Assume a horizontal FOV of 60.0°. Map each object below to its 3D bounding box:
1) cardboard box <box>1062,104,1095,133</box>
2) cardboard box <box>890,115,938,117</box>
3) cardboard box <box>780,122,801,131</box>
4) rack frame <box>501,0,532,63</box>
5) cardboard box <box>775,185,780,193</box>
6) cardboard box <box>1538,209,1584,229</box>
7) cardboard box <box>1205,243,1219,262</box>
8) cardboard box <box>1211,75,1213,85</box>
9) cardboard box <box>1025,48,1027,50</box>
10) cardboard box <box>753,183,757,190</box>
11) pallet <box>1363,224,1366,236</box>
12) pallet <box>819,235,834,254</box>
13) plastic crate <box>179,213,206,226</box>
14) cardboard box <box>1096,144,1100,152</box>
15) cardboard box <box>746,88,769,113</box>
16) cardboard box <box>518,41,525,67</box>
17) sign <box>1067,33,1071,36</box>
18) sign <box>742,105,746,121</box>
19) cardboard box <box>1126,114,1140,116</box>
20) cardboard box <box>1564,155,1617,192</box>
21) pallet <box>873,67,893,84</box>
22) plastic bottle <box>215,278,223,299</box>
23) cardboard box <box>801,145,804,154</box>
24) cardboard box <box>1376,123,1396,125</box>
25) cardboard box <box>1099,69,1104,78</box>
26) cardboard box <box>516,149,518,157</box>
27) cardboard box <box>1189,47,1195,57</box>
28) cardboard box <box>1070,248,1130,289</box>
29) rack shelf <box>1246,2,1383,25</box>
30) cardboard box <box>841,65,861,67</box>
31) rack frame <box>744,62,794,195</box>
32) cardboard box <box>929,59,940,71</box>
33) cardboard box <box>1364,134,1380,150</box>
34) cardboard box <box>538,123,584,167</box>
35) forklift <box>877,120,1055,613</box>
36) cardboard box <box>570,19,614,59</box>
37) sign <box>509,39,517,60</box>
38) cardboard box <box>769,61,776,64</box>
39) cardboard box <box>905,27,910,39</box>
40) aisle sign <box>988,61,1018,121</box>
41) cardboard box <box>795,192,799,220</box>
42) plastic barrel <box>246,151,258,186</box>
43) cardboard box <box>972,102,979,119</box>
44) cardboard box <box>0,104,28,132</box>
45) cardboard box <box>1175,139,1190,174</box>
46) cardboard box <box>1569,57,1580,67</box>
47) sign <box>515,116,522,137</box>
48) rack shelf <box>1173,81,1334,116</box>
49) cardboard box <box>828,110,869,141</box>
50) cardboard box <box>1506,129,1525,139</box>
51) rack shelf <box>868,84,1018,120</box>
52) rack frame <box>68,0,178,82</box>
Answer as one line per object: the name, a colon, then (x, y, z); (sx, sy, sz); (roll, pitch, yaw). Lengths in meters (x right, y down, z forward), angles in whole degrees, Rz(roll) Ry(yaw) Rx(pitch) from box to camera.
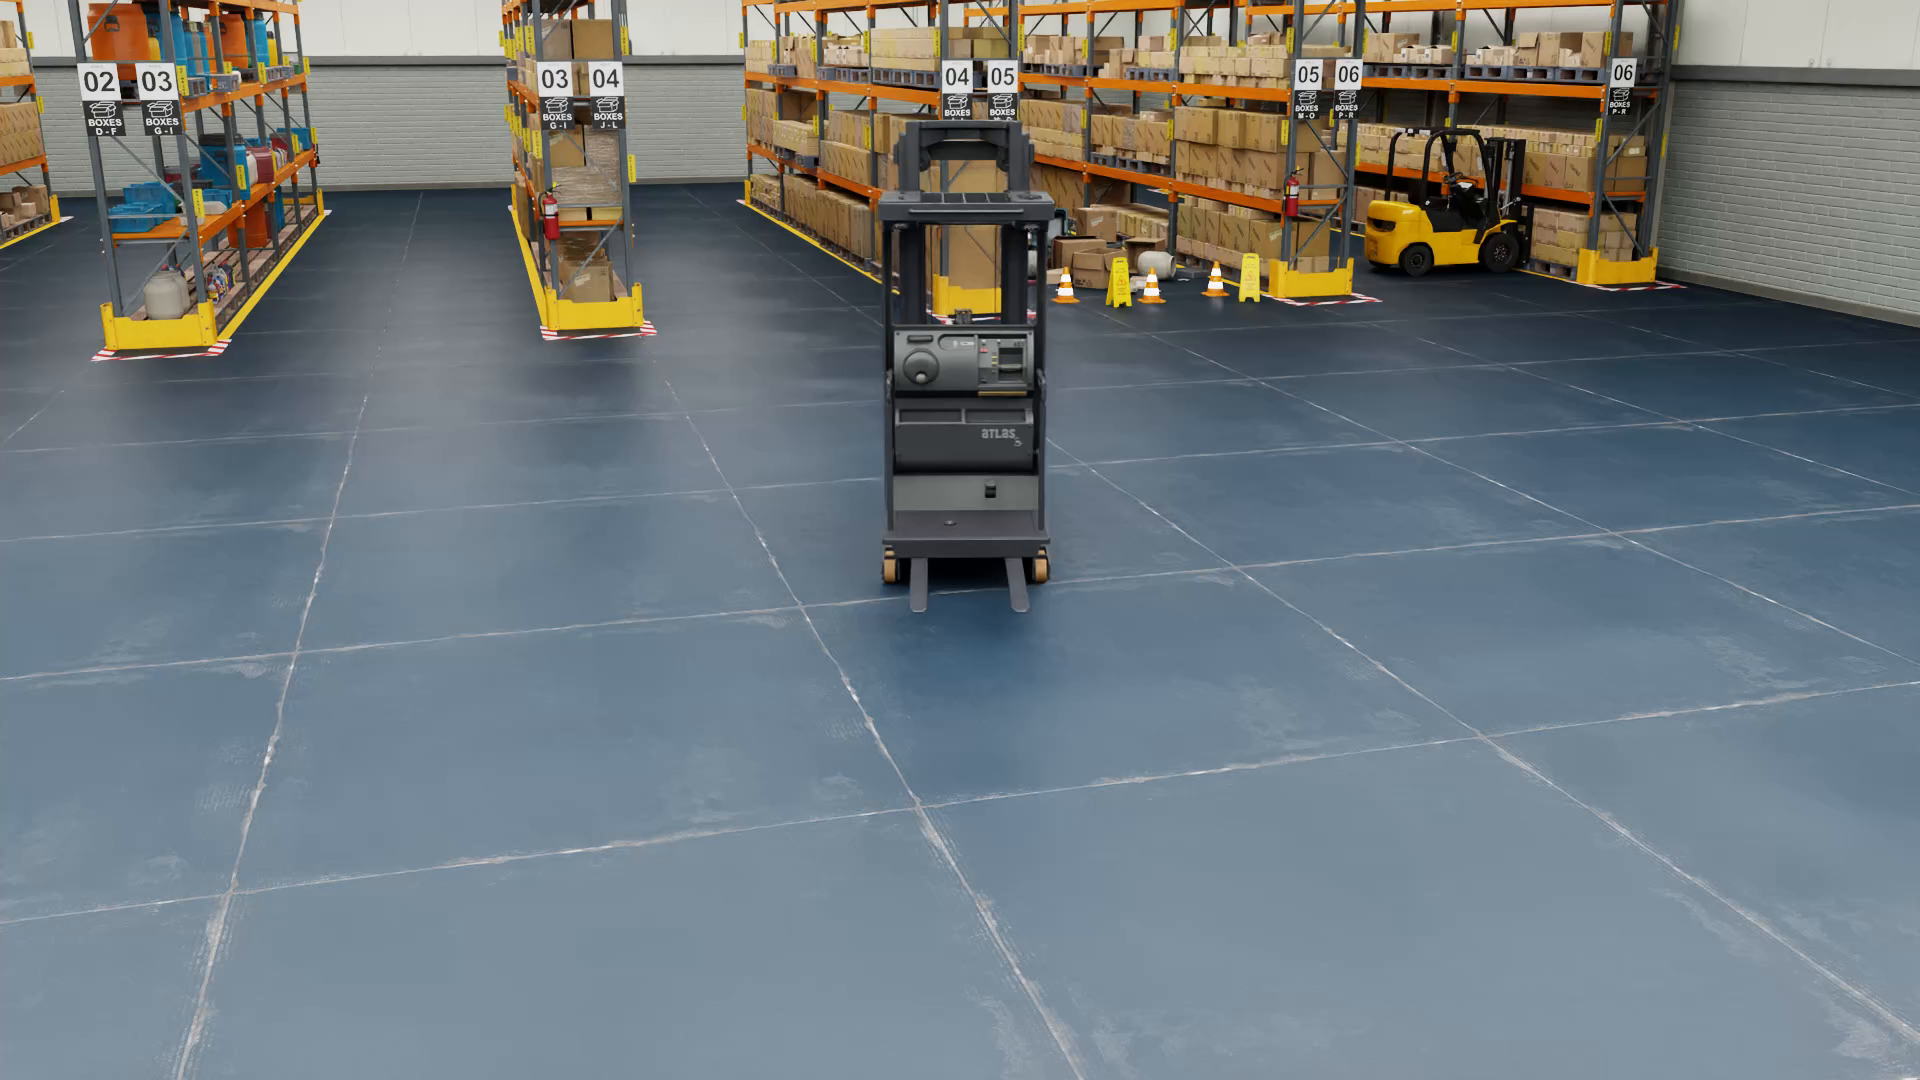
cardboard box: (2.227, -7.891, 31.095); (0.500, 0.500, 0.500); (-4, 17, -14)
cardboard box: (-0.531, -5.916, 24.295); (0.875, 0.550, 0.550); (-5, 17, -15)
cardboard box: (-3.178, -7.791, 31.347); (0.380, 0.149, 0.250); (-5, 17, -16)
rack frame: (-8.957, -11.403, 34.271); (1.000, 3.000, 0.127); (-5, 17, -15)
cardboard box: (-3.517, -7.054, 33.411); (0.380, 0.149, 0.250); (-4, 17, -15)
cardboard box: (9.168, -4.888, 25.321); (0.500, 0.250, 0.500); (-4, 17, -14)
cardboard box: (4.078, -4.400, 25.437); (0.500, 0.250, 0.500); (-5, 17, -16)
cardboard box: (4.005, -6.921, 25.000); (0.380, 0.149, 0.250); (-5, 18, -17)
cardboard box: (1.187, -9.979, 34.076); (0.396, 0.266, 0.258); (-4, 17, -13)
cardboard box: (-4.242, -7.627, 35.837); (0.380, 0.149, 0.250); (-5, 17, -16)
pallet: (8.062, -5.591, 30.197); (1.003, 0.211, 1.213); (-5, 17, -15)
pallet: (-1.817, -5.122, 28.635); (1.003, 0.211, 1.213); (-5, 17, -15)
plastic crate: (-9.259, -3.859, 20.044); (0.298, 0.136, 0.250); (-5, 17, -15)
cardboard box: (2.681, -7.077, 30.003); (0.380, 0.149, 0.250); (-6, 18, -18)
cardboard box: (-4.292, -9.418, 35.662); (0.500, 0.500, 0.500); (-5, 17, -16)
cardboard box: (-6.596, -7.611, 25.820); (0.500, 0.500, 0.500); (-5, 17, -17)
sign: (2.190, -10.087, 33.660); (0.100, 0.325, 0.005); (-5, 17, -15)
sign: (-4.682, -9.266, 36.079); (0.100, 0.325, 0.005); (-5, 17, -15)
cardboard box: (3.162, -7.388, 29.913); (0.500, 0.500, 0.500); (-5, 17, -17)
cardboard box: (9.352, -5.444, 24.689); (0.500, 0.500, 0.500); (-5, 17, -16)
pallet: (-0.648, -6.742, 24.122); (1.003, 0.211, 1.213); (-5, 17, -15)
plastic bottle: (-9.642, -3.265, 21.586); (0.097, 0.271, 0.097); (0, 17, 0)
cardboard box: (-2.606, -6.931, 29.518); (0.380, 0.149, 0.250); (-5, 17, -15)
cardboard box: (8.005, -7.715, 31.120); (0.380, 0.149, 0.250); (-4, 17, -14)
cardboard box: (2.693, -8.316, 29.646); (0.380, 0.149, 0.250); (-5, 17, -15)
cardboard box: (-8.256, -7.361, 31.682); (0.380, 0.149, 0.250); (-5, 17, -15)
cardboard box: (3.741, -7.510, 25.575); (0.380, 0.149, 0.250); (-4, 17, -14)
cardboard box: (2.052, -3.978, 24.319); (0.637, 0.503, 0.797); (11, 20, 32)
rack shelf: (6.992, -10.384, 32.825); (1.077, 0.370, 4.000); (-5, 17, -15)
cardboard box: (-1.863, -8.345, 29.130); (0.500, 0.500, 0.500); (-5, 17, -15)
rack frame: (-4.160, -8.894, 36.347); (1.000, 3.000, 0.127); (-5, 17, -15)
cardboard box: (-0.180, -6.099, 21.360); (0.380, 0.149, 0.250); (-5, 17, -15)
cardboard box: (7.692, -7.235, 30.214); (0.500, 0.250, 0.500); (-5, 17, -17)
cardboard box: (-4.949, -4.906, 20.641); (0.500, 0.500, 0.500); (-5, 17, -15)
forklift: (0.033, -1.203, 10.863); (1.130, 2.935, 3.031); (0, 17, -1)
cardboard box: (-4.708, -6.402, 21.278); (0.500, 0.500, 0.500); (-5, 17, -15)
sign: (-7.294, -7.997, 27.112); (0.100, 0.325, 0.005); (-5, 17, -15)
cardboard box: (-3.456, -9.267, 32.634); (0.500, 0.250, 0.500); (-4, 17, -14)
cardboard box: (-0.531, -6.833, 22.420); (0.380, 0.149, 0.250); (-5, 17, -16)
aisle sign: (0.545, -5.717, 21.253); (0.394, 0.787, 0.004); (-5, 17, -15)
cardboard box: (-2.809, -6.276, 31.247); (0.500, 0.500, 0.500); (-4, 17, -14)
plastic barrel: (-11.033, -5.711, 25.557); (0.421, 0.512, 0.421); (0, 17, 0)
cardboard box: (0.578, -9.542, 36.593); (0.500, 0.500, 0.500); (-5, 17, -17)
cardboard box: (-17.810, -7.890, 31.094); (0.500, 0.500, 0.500); (-4, 17, -14)
cardboard box: (3.722, -6.041, 26.157); (0.500, 0.500, 0.500); (-5, 17, -15)
cardboard box: (9.220, -7.051, 24.532); (0.380, 0.149, 0.250); (-5, 17, -17)
sign: (-7.291, -6.827, 27.452); (0.100, 0.325, 0.005); (-5, 17, -15)
rack shelf: (4.419, -6.533, 24.523); (1.077, 0.370, 4.000); (-5, 17, -15)
cardboard box: (-1.848, -7.083, 28.406); (0.700, 0.500, 0.500); (-5, 17, -16)
cardboard box: (8.873, -6.427, 26.315); (0.380, 0.149, 0.250); (-5, 17, -15)
rack shelf: (-0.313, -6.113, 23.127); (1.077, 0.370, 4.000); (-5, 17, -15)
rack frame: (-9.322, -6.586, 18.234); (1.000, 3.000, 0.127); (-5, 17, -15)
